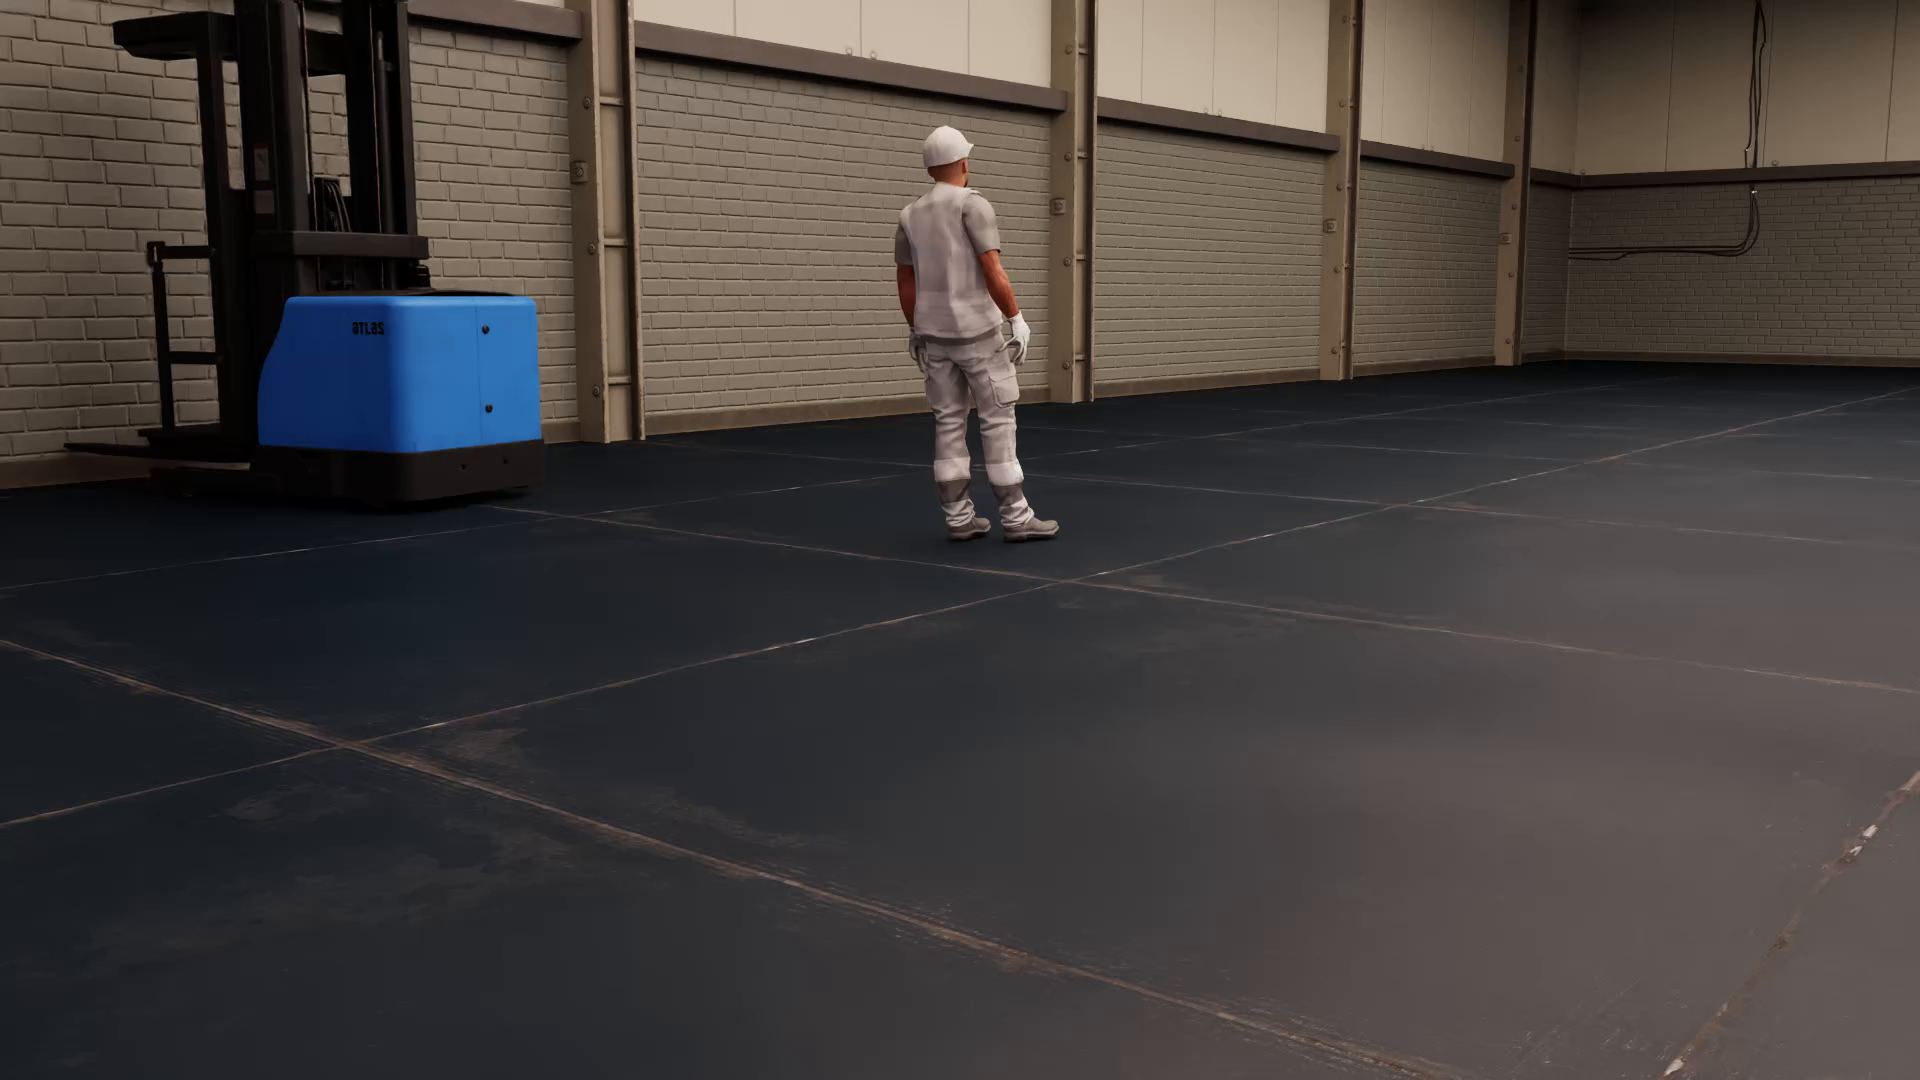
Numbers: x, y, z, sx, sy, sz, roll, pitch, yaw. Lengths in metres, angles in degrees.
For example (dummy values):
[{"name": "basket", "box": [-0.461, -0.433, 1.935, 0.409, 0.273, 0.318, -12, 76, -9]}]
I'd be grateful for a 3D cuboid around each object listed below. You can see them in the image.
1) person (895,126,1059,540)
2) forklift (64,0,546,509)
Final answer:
[{"name": "person", "box": [0.060, -0.901, 7.329, 0.637, 1.790, 0.562, 7, 11, 38]}, {"name": "forklift", "box": [-3.799, -1.732, 9.115, 3.031, 2.935, 1.130, 4, 9, 27]}]
